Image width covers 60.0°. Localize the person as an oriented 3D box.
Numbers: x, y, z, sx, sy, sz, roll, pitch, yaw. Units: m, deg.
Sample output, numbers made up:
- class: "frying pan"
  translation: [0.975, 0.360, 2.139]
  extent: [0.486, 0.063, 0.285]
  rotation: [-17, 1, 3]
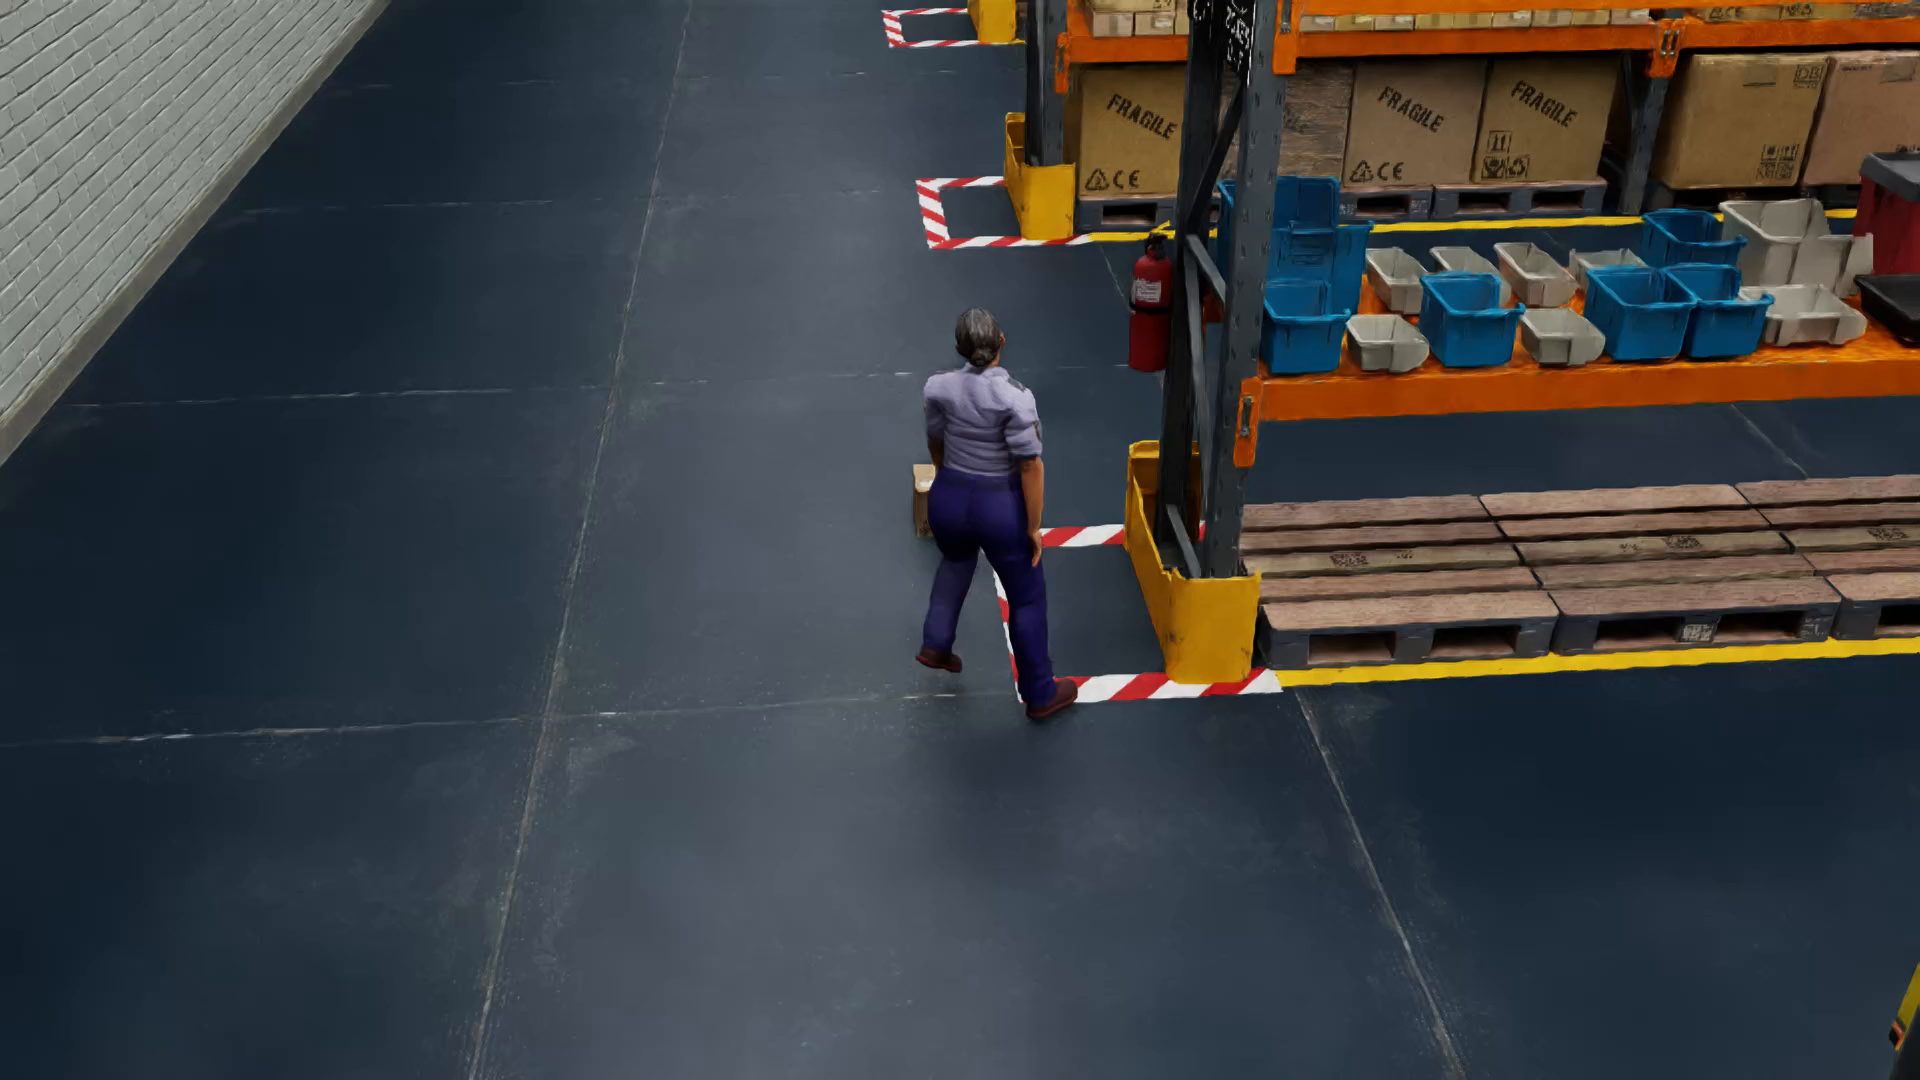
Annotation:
- class: "person"
  translation: [0.166, -0.099, 6.306]
  extent: [0.625, 1.634, 0.474]
  rotation: [11, 33, 18]
